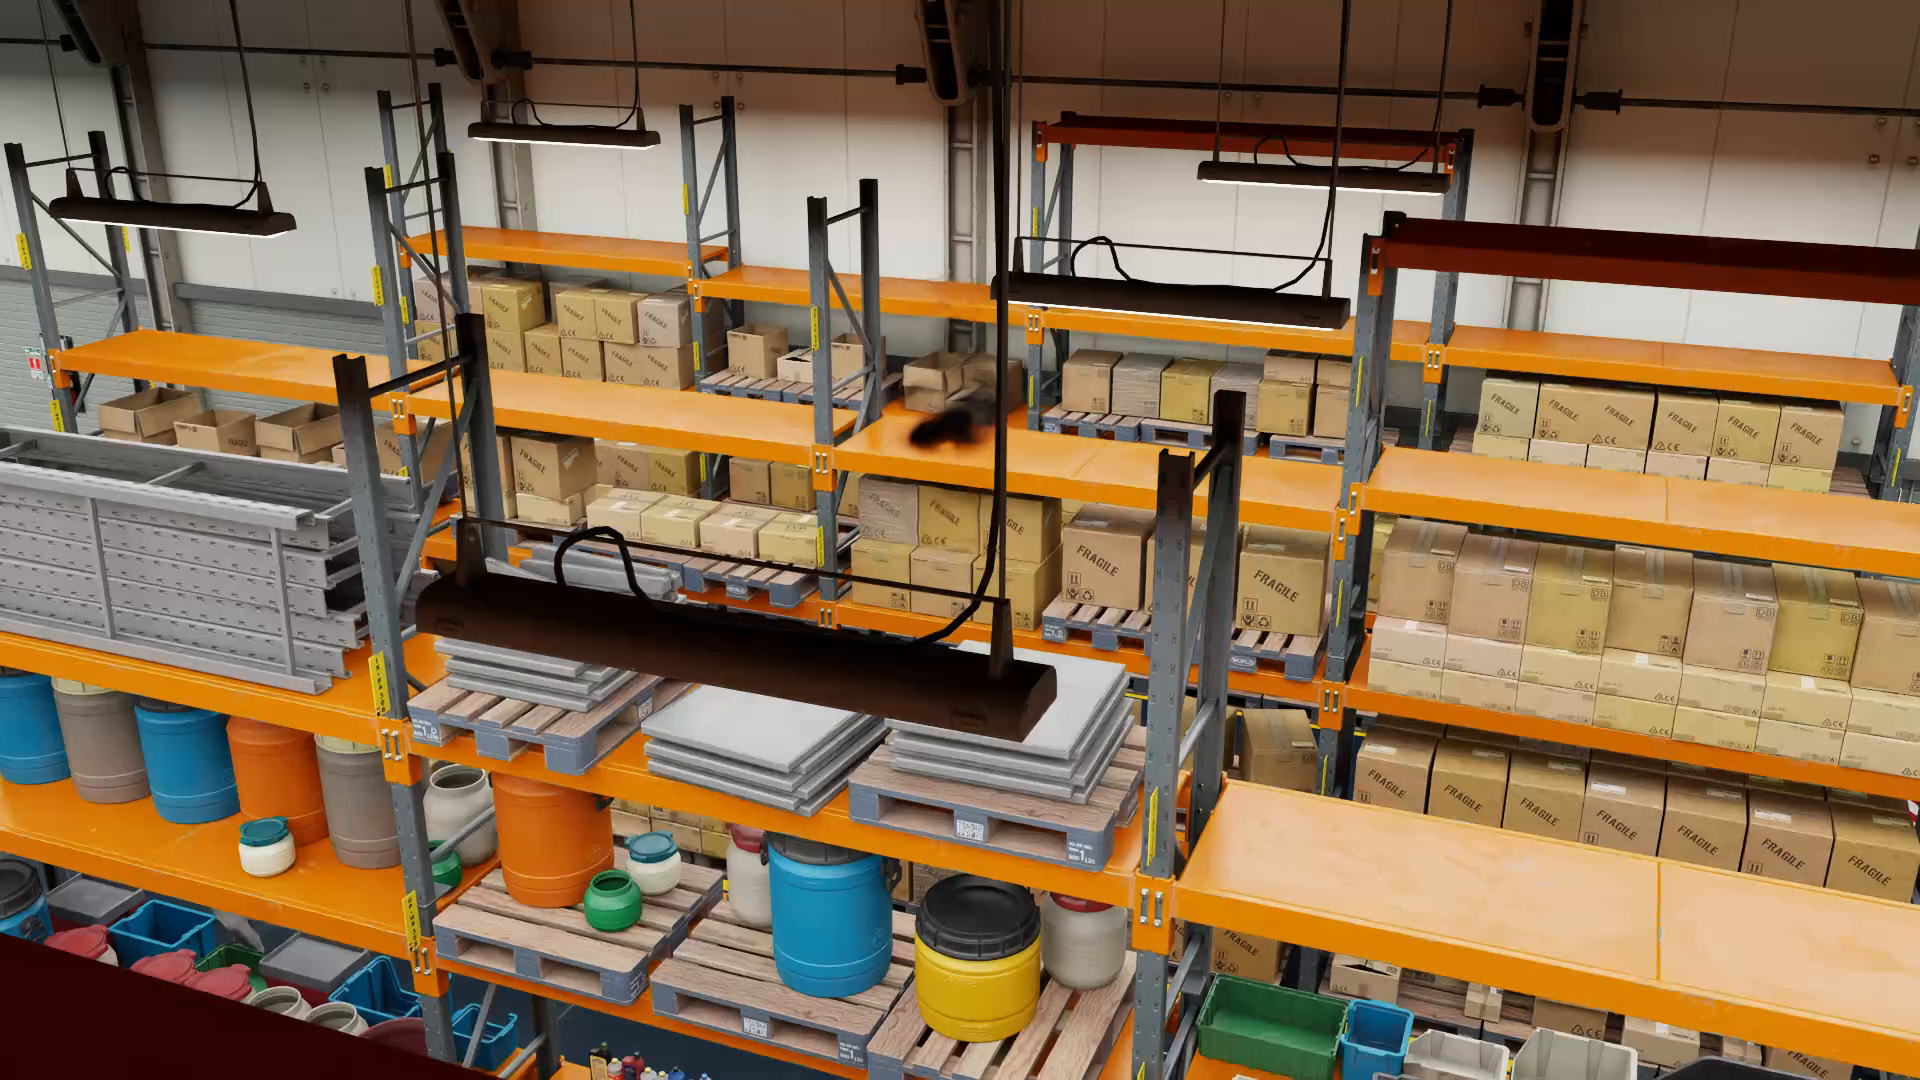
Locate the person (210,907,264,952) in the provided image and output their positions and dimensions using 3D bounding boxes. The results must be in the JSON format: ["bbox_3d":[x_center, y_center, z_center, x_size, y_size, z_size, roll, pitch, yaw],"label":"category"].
[{"bbox_3d":[-6.001,2.561,13.299,0.723,1.650,0.543,3,21,9],"label":"person"}]
